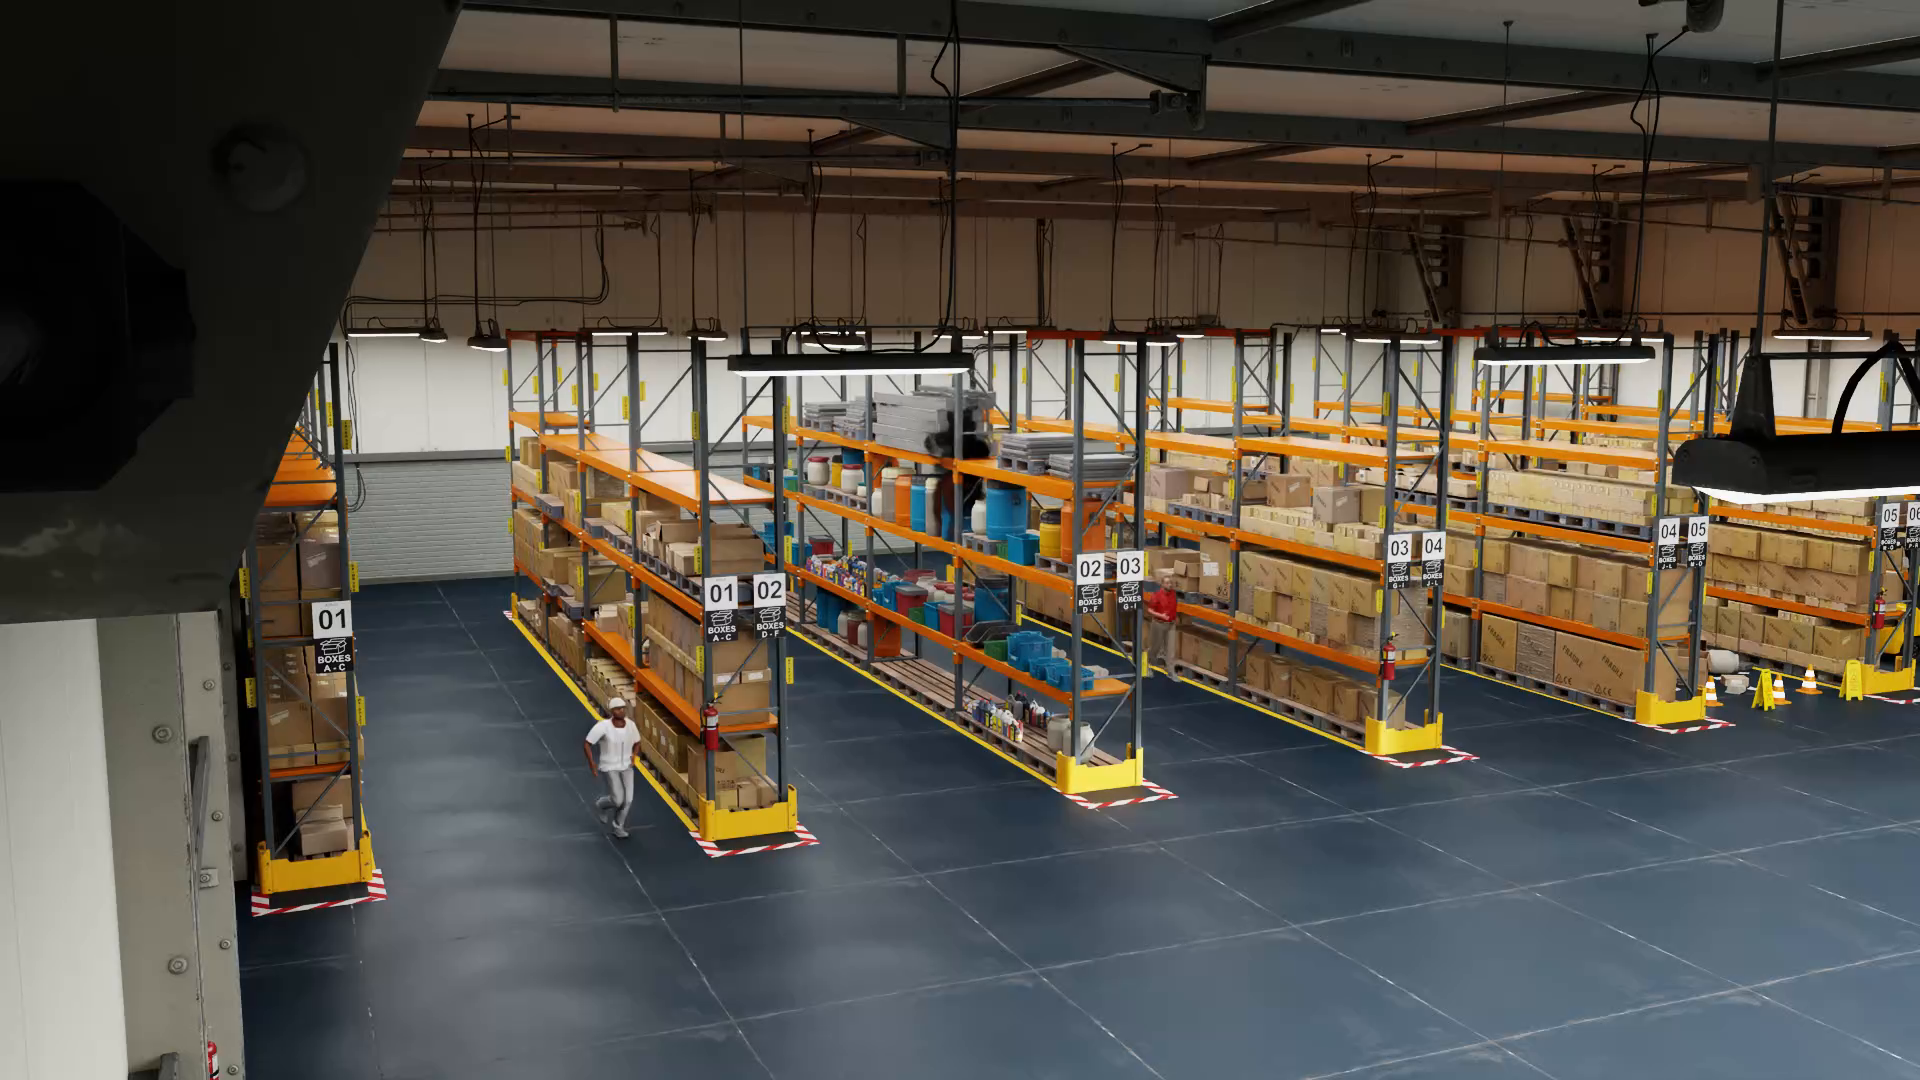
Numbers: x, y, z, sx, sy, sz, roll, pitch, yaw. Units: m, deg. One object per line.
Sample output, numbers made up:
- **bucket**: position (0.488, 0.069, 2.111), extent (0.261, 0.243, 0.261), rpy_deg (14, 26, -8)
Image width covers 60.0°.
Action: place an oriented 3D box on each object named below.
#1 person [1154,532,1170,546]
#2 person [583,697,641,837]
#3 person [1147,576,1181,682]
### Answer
- **person**: position (5.147, -0.135, 41.676), extent (0.545, 1.617, 0.599), rpy_deg (1, 8, 9)
- **person**: position (-4.184, 2.749, 20.214), extent (0.708, 1.701, 0.567), rpy_deg (-7, 10, -42)
- **person**: position (3.366, 1.498, 27.596), extent (0.647, 1.685, 0.878), rpy_deg (-4, 9, -30)
